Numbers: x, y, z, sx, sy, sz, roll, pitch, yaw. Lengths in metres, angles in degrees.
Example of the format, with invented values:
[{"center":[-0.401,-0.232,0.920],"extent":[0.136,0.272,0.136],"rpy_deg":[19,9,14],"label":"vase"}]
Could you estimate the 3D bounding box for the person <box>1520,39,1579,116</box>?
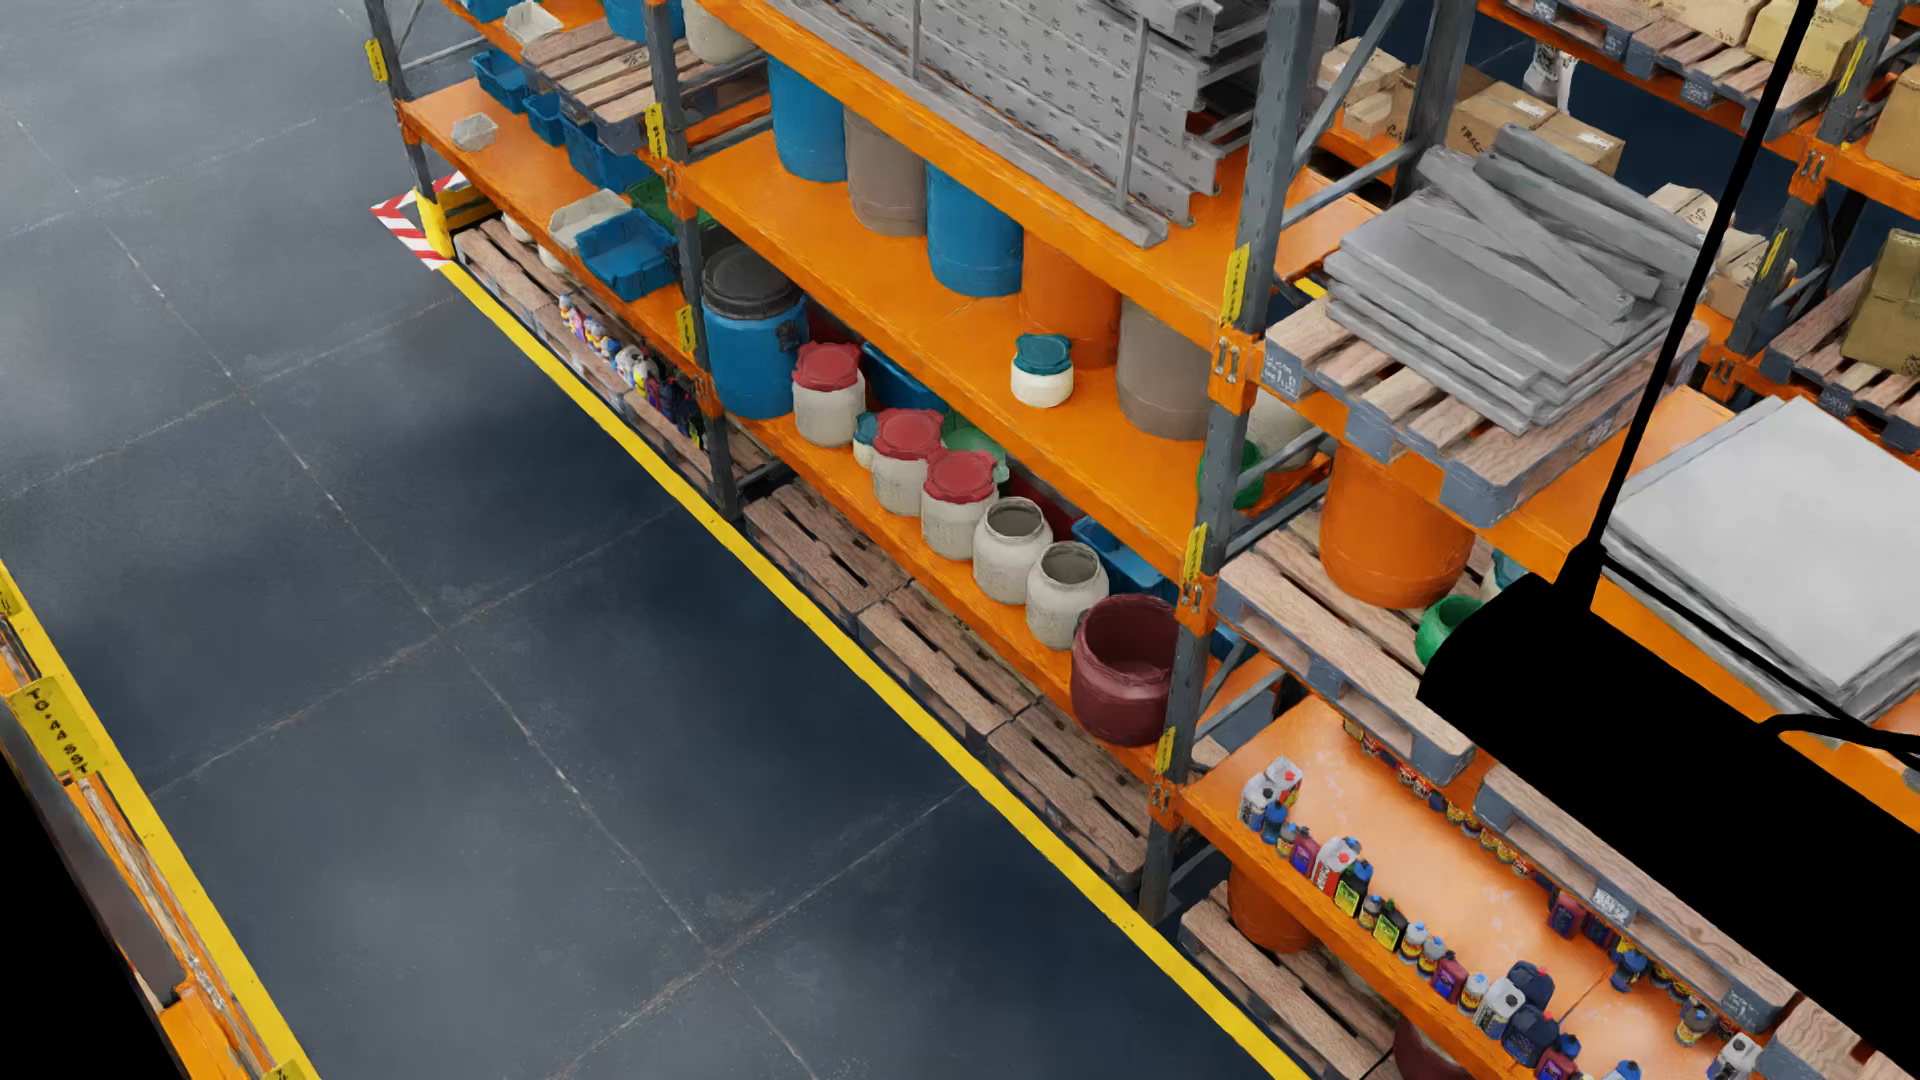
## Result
[{"center":[4.679,-3.548,13.185],"extent":[0.552,1.660,0.573],"rpy_deg":[-14,48,-13],"label":"person"}]
